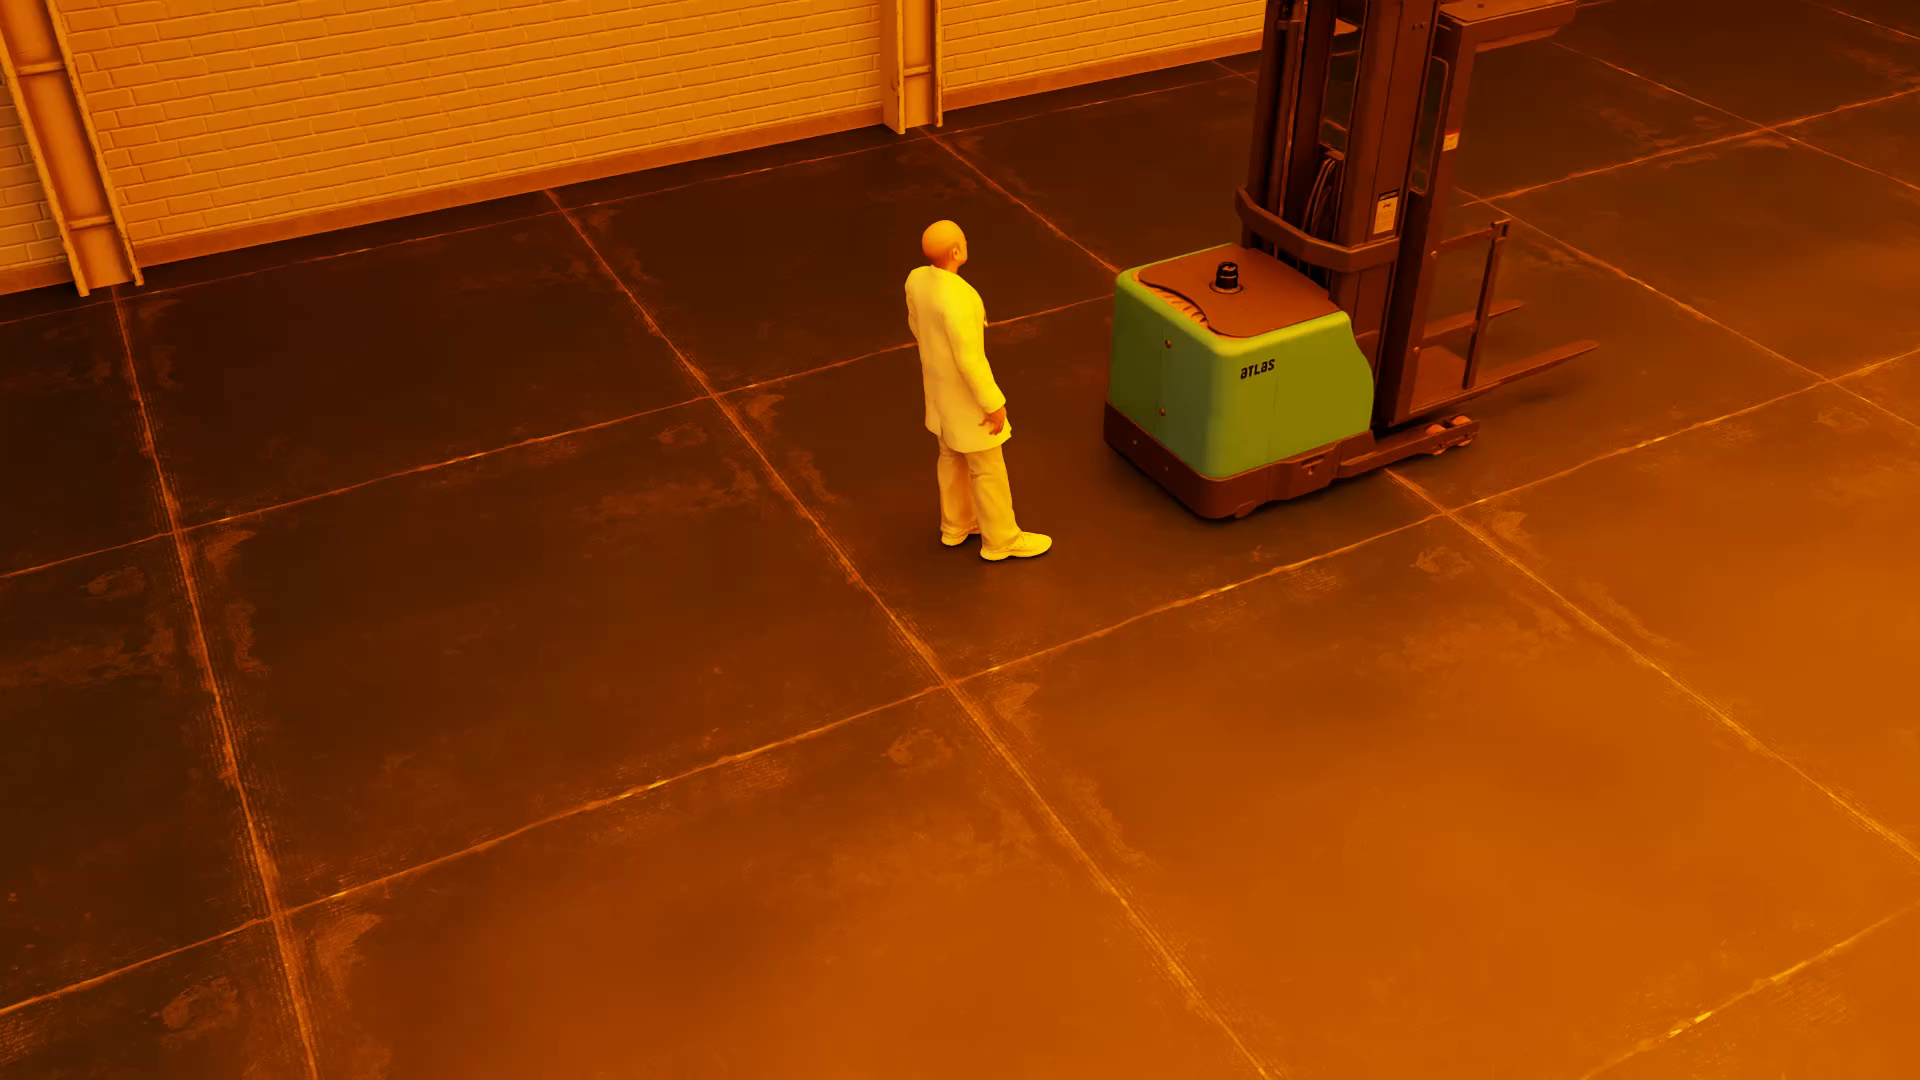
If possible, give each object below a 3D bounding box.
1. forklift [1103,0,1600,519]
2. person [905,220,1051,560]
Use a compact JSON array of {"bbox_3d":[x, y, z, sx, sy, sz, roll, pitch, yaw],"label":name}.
[{"bbox_3d":[2.345,-1.921,8.841,3.031,2.935,1.130,-18,39,-24],"label":"forklift"},{"bbox_3d":[0.083,-0.755,8.177,0.578,1.778,0.696,-17,39,-23],"label":"person"}]
